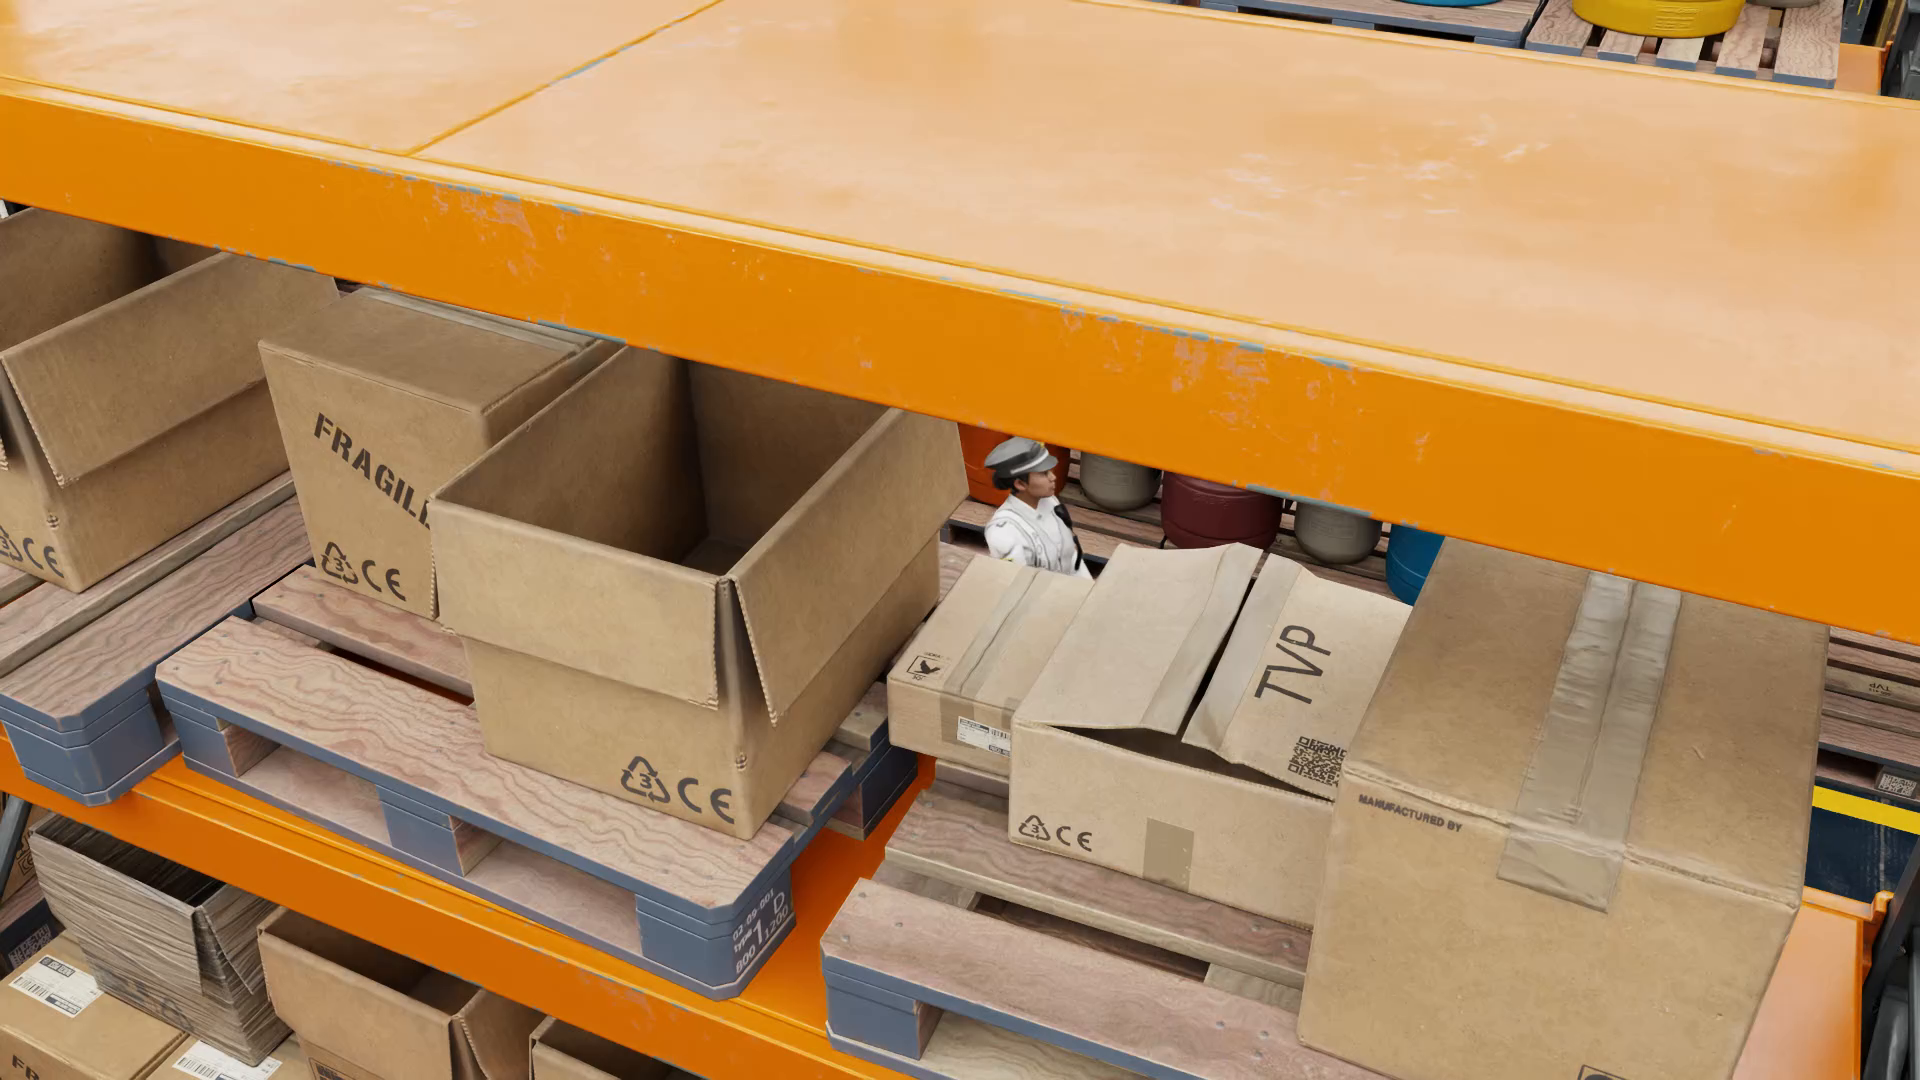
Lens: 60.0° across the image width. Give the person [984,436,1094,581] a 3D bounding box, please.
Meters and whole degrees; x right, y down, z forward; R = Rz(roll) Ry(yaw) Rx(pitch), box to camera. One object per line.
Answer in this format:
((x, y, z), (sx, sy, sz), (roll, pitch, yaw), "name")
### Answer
((0.330, 0.341, 6.596), (0.512, 1.701, 0.504), (15, 37, 21), "person")
